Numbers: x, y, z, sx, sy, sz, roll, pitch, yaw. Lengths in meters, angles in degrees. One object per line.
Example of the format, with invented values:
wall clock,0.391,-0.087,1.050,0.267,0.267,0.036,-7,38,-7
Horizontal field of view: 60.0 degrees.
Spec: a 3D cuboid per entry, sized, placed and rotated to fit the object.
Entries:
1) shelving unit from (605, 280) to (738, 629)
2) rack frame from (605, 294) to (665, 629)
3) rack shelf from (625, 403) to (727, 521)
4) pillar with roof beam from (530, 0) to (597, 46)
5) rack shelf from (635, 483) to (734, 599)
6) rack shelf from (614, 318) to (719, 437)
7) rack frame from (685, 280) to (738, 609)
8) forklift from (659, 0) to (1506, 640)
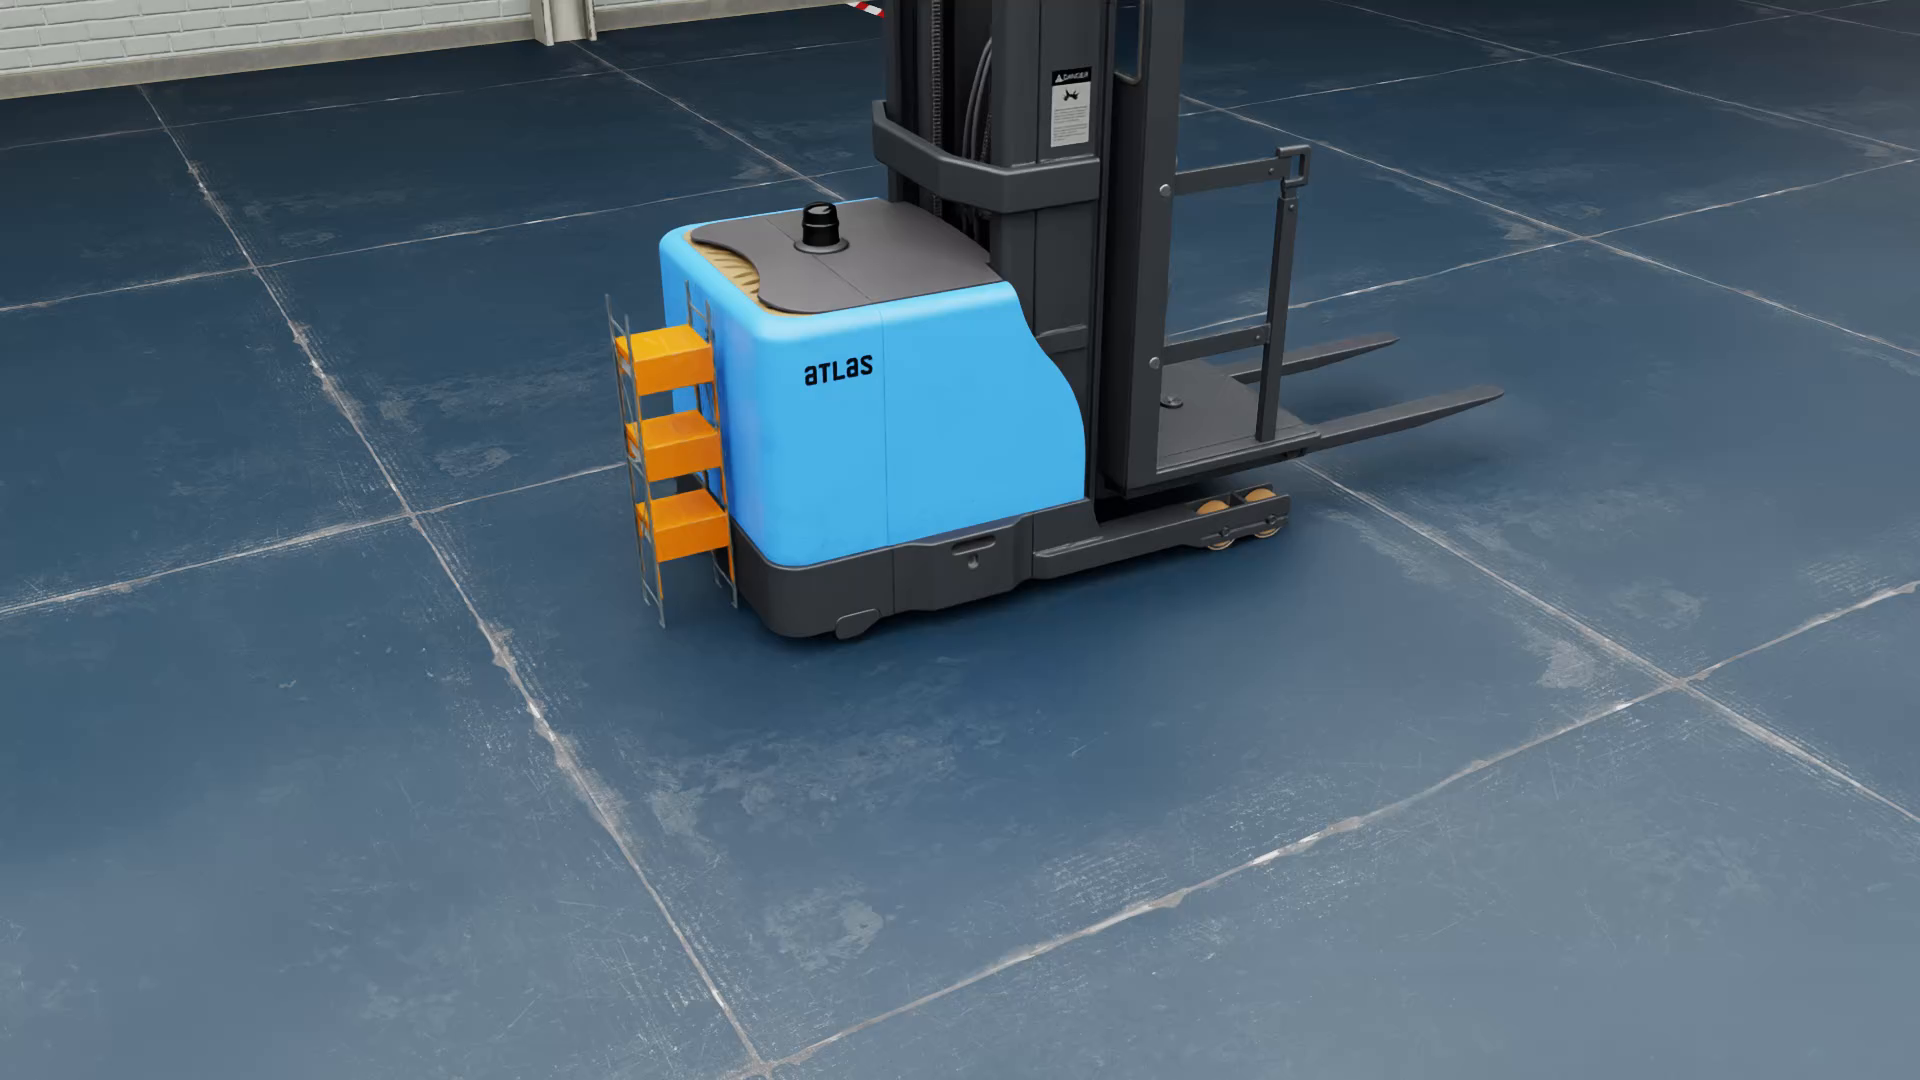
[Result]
shelving unit,-0.877,-0.251,5.113,0.252,1.050,0.215,-15,32,-23
rack frame,-0.986,-0.222,5.066,0.008,1.050,0.200,-15,32,-23
rack shelf,-0.877,-0.241,5.118,0.240,0.259,0.215,-15,32,-23
pillar with roof beam,-0.823,-5.964,7.243,0.400,9.000,9.100,-16,33,-26
rack shelf,-0.873,0.001,5.254,0.240,0.259,0.215,-15,32,-23
rack shelf,-0.881,-0.489,4.979,0.240,0.259,0.215,-15,32,-23
rack frame,-0.768,-0.279,5.161,0.008,1.050,0.200,-15,32,-23
forklift,0.571,-1.462,5.365,3.031,2.935,1.130,-14,32,-23
